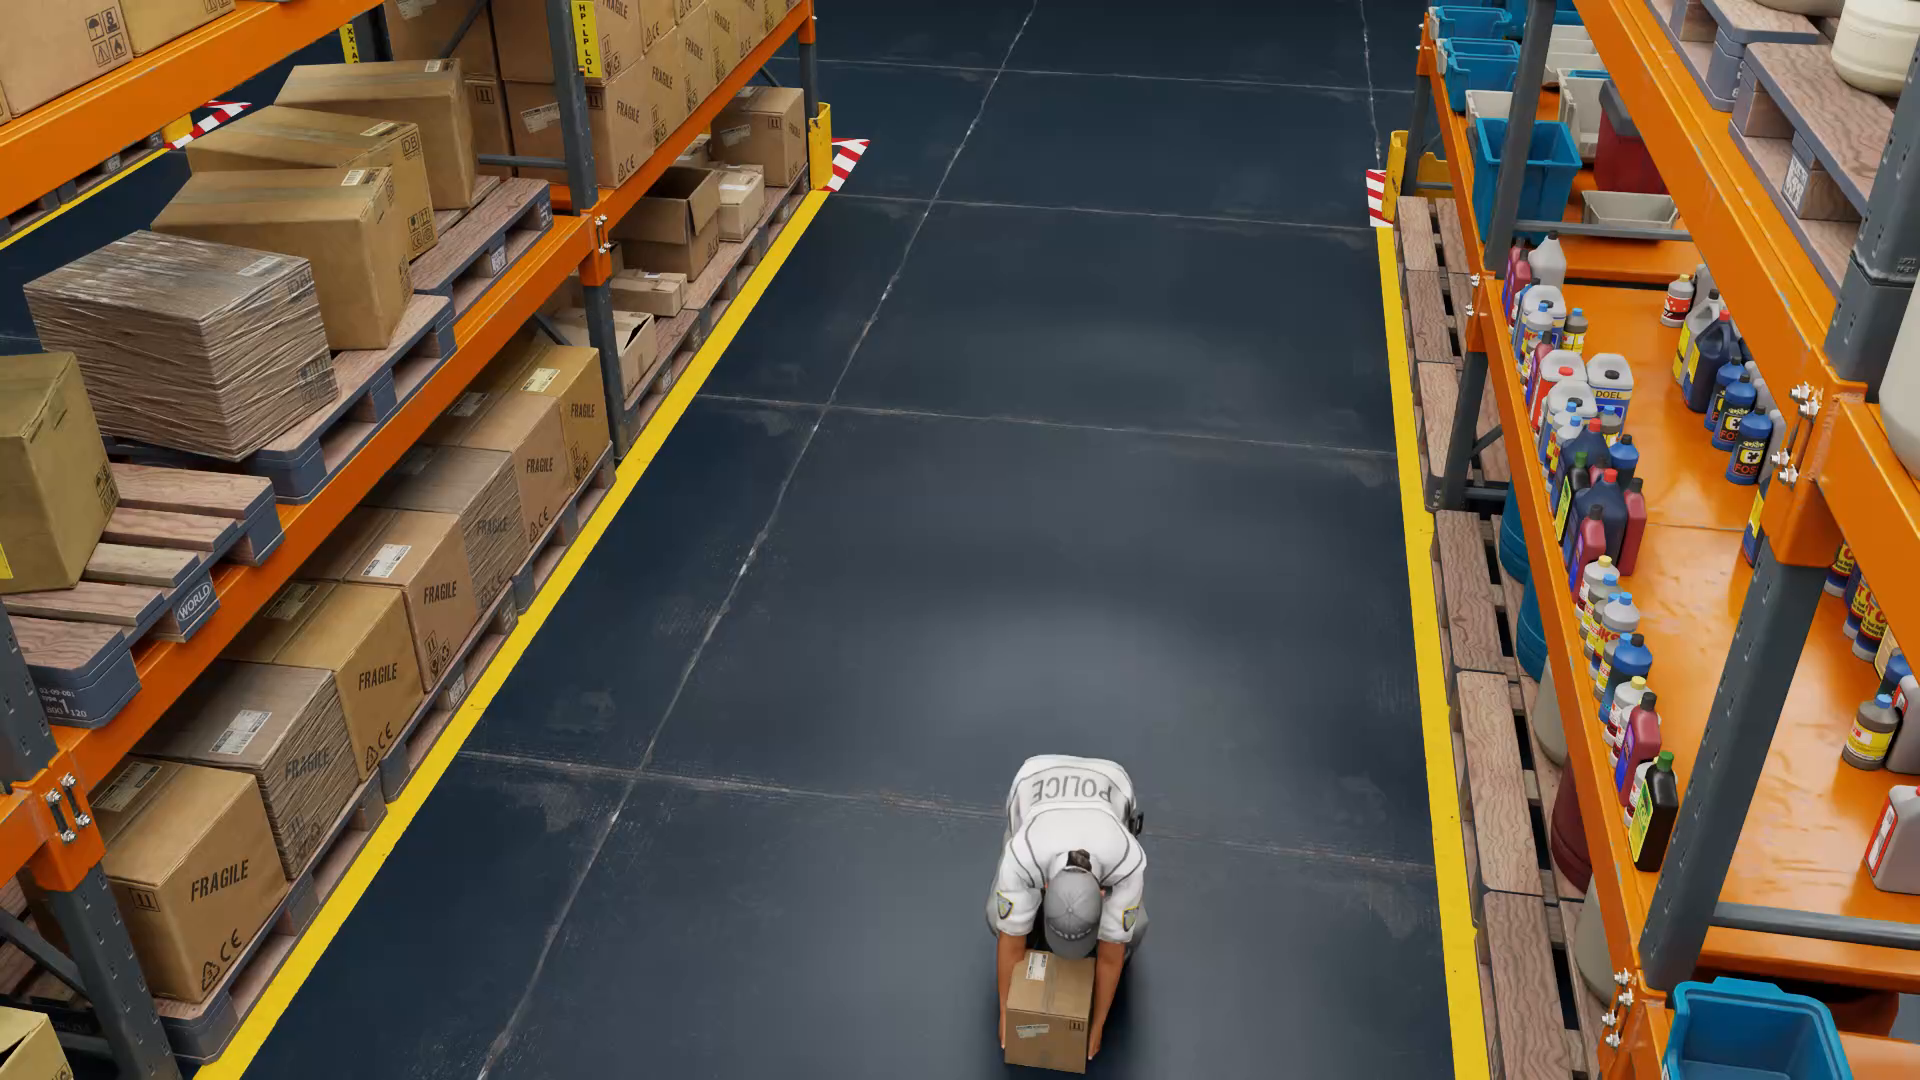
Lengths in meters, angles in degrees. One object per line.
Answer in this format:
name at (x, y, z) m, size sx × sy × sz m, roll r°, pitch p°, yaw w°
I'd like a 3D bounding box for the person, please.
person at (0.347, 1.122, 5.302) m, size 0.520 × 0.790 × 0.884 m, roll 5°, pitch 33°, yaw 7°
